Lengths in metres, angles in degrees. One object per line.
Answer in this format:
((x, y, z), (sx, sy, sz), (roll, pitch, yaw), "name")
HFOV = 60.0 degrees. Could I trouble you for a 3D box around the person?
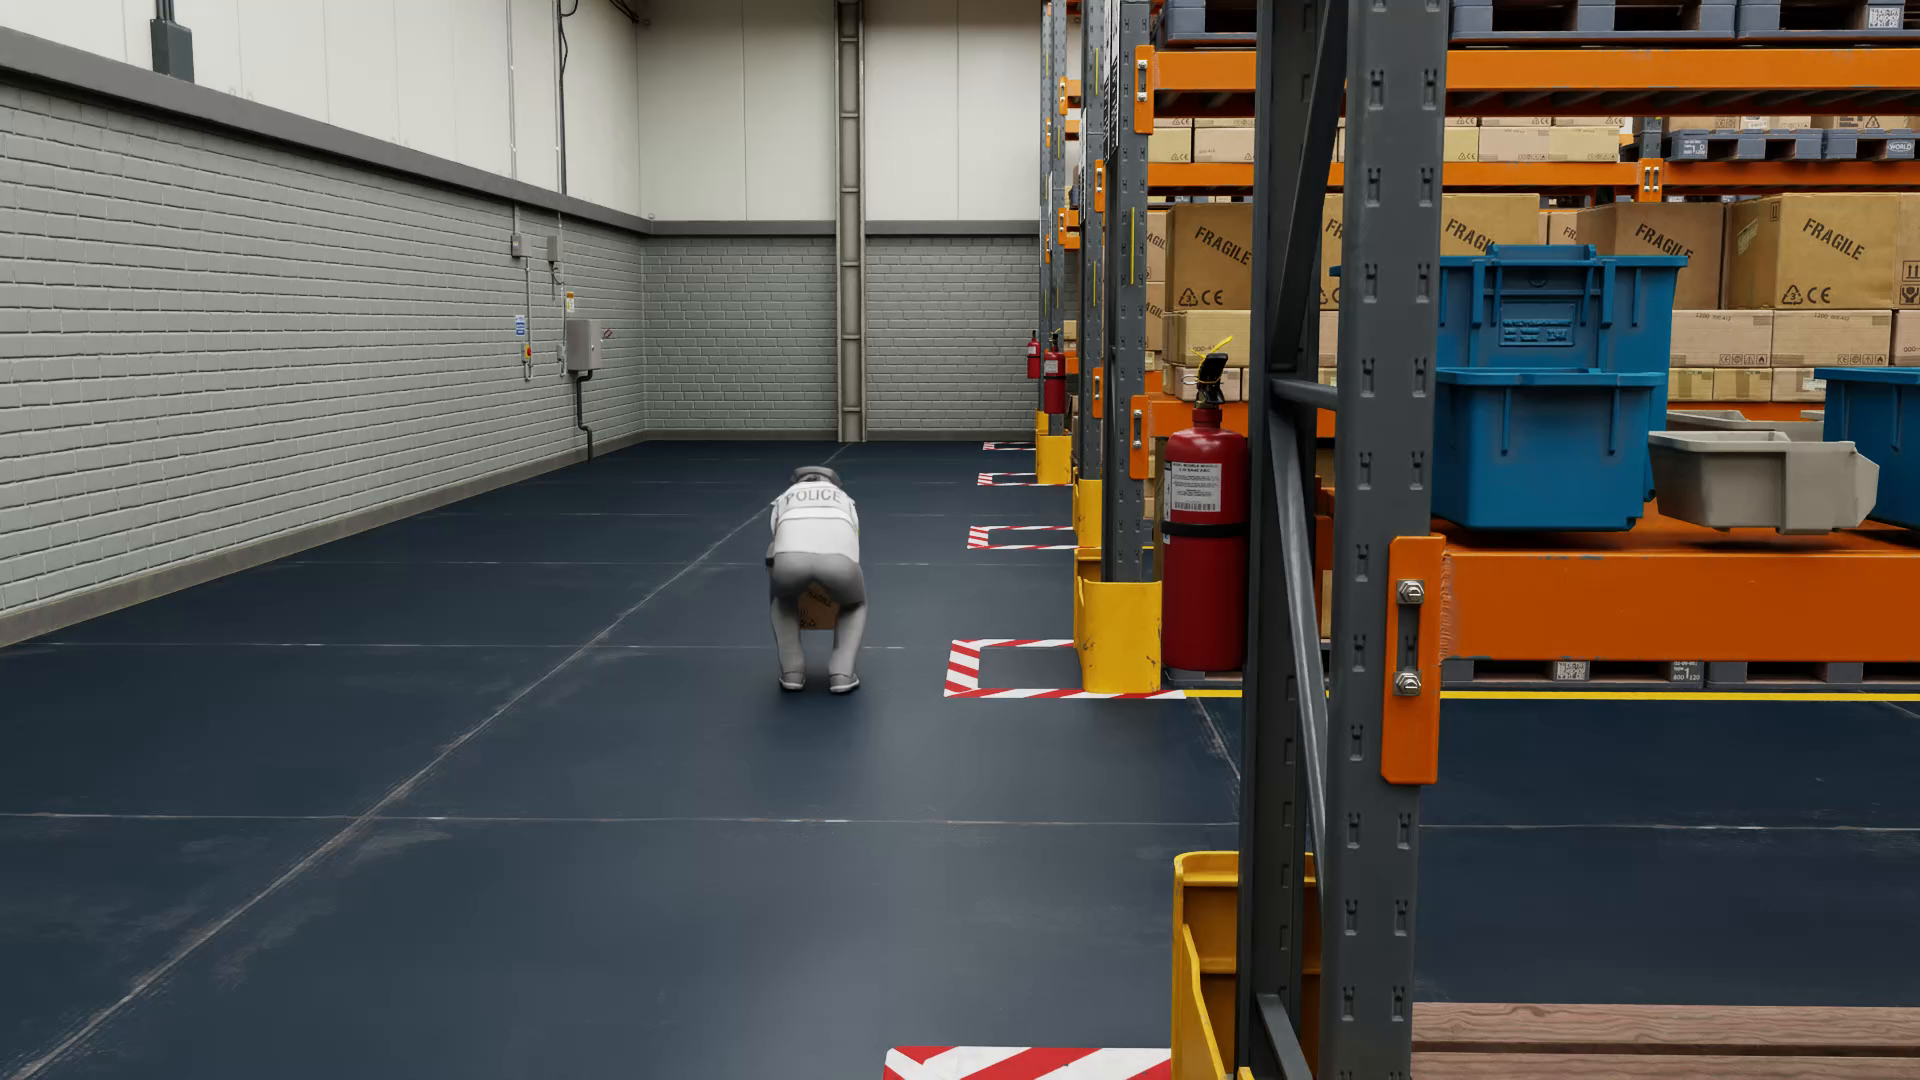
((-0.652, 0.173, 7.638), (0.457, 0.979, 0.916), (0, 7, -1), "person")
